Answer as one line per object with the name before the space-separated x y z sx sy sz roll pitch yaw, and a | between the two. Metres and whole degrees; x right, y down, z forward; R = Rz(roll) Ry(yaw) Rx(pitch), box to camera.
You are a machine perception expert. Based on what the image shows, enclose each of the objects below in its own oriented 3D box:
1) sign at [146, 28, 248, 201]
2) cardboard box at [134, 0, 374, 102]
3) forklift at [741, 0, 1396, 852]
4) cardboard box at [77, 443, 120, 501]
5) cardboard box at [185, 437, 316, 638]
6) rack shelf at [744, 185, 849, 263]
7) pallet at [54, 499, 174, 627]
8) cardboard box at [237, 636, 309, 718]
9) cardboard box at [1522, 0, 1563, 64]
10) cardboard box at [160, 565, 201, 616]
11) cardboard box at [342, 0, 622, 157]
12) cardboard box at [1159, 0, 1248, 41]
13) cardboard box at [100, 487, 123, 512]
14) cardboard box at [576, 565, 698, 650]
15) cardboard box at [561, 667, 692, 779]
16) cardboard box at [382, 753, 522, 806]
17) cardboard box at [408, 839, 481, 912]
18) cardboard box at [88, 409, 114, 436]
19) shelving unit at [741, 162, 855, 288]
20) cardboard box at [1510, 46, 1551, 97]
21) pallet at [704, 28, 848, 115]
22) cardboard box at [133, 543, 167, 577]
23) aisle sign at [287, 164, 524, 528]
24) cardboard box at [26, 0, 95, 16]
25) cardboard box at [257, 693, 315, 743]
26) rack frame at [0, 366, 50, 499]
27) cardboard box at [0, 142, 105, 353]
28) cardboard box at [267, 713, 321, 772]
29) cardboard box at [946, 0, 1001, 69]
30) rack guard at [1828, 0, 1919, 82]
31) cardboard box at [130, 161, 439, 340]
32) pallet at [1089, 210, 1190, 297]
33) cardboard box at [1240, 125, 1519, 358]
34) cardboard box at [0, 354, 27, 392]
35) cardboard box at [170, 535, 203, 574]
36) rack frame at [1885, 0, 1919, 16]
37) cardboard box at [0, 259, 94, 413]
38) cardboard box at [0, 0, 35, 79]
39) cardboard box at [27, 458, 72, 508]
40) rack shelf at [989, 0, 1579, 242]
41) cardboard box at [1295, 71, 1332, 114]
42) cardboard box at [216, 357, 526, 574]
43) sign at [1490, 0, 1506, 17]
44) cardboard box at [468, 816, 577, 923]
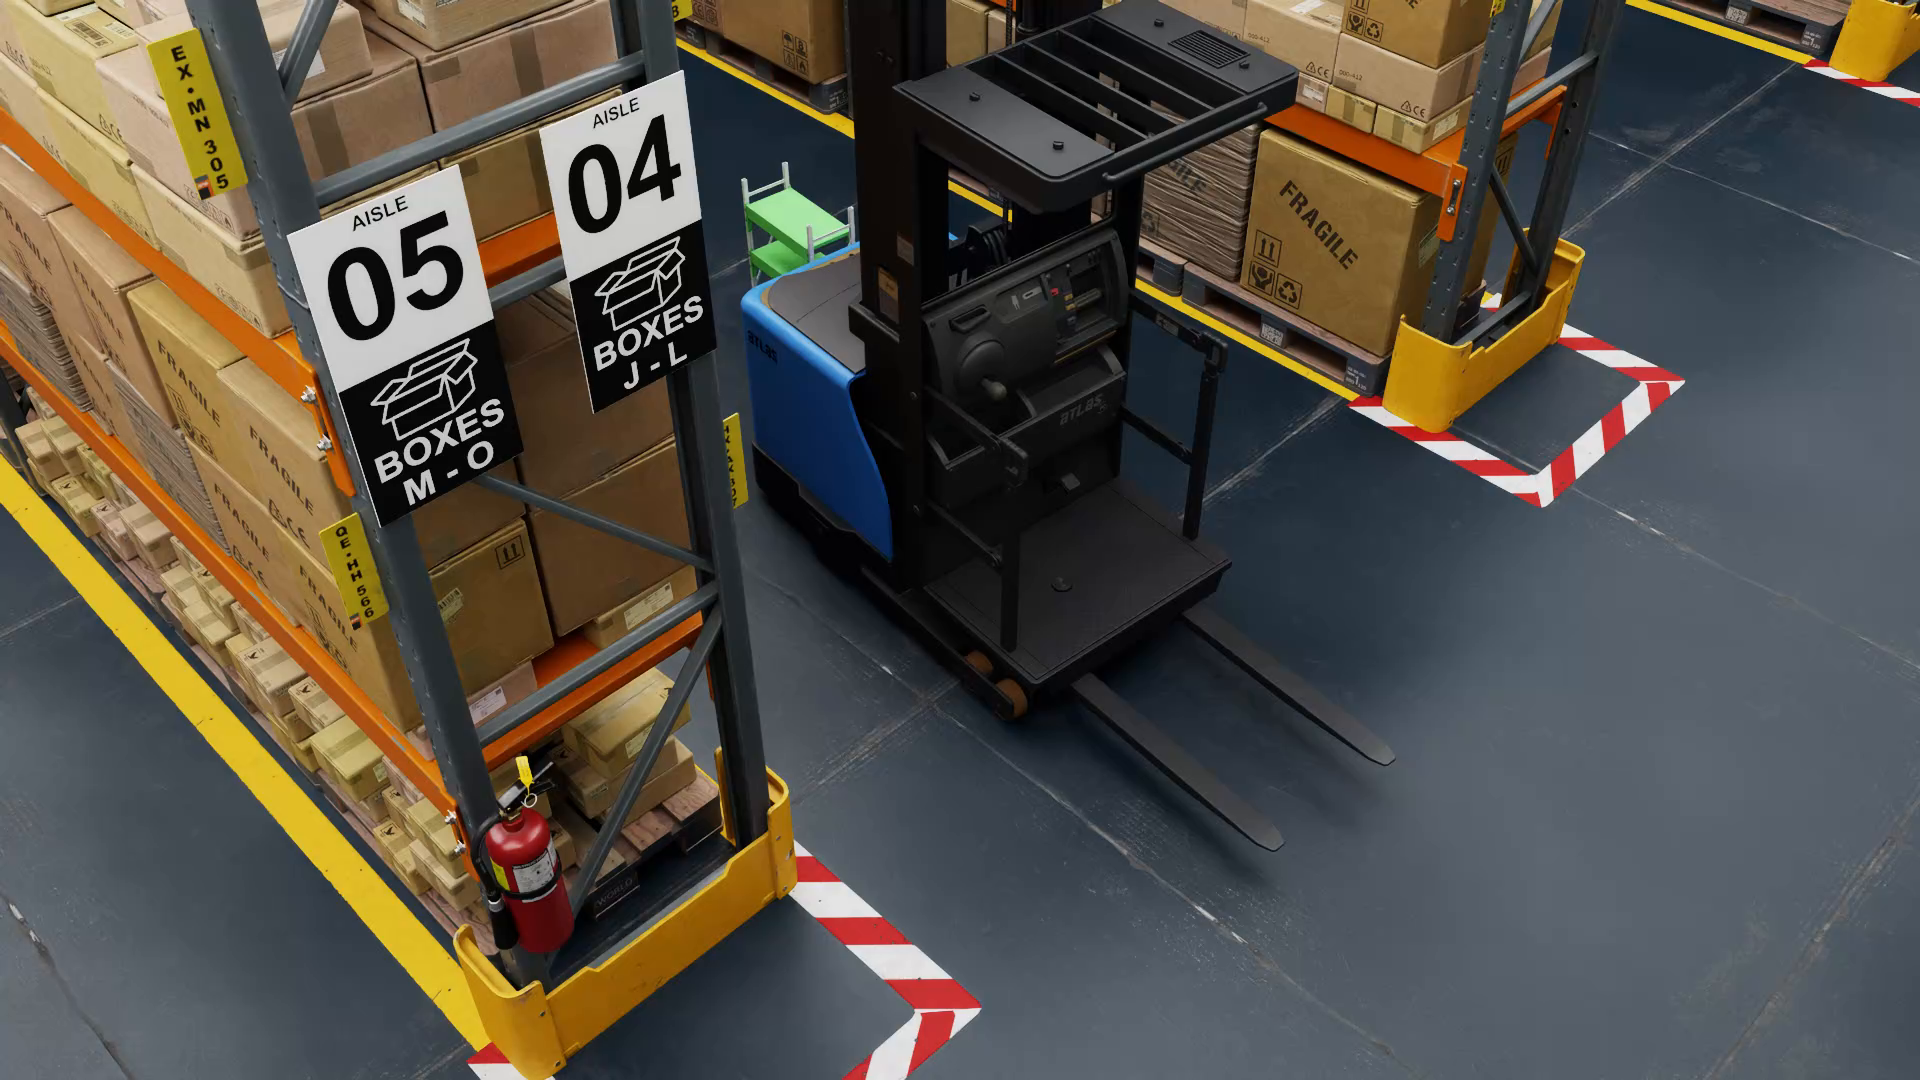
sign | -1.449 -0.806 3.167 0.100 0.325 0.005 -34 53 -31
cardboard box | -1.485 -1.031 3.511 0.250 0.149 0.380 34 52 31
forklift | 0.397 -0.751 6.021 1.130 2.935 3.031 -29 50 -28
cardboard box | -3.404 -0.360 6.900 0.250 0.149 0.380 33 52 31
cardboard box | -1.902 -0.124 4.999 0.500 0.500 0.500 33 52 31
rack shelf | -0.710 -1.371 7.354 0.258 0.148 0.480 -29 50 -28
pallet | -3.368 -0.228 7.459 1.003 0.211 1.213 -34 53 -31
cardboard box | -2.372 0.437 6.038 0.380 0.149 0.250 -32 52 -30
cardboard box | 2.393 -2.379 7.623 0.500 0.250 0.500 33 52 30
cardboard box | -2.898 0.158 6.558 0.250 0.149 0.380 34 52 31
cardboard box | -1.175 -1.206 3.995 0.500 0.250 0.500 -33 52 -31
cardboard box | 1.293 -2.613 7.876 0.500 0.250 0.500 32 52 30
cardboard box | -3.398 -0.268 7.020 0.250 0.149 0.380 34 52 31
cardboard box | -1.039 0.144 5.187 0.250 0.149 0.380 34 52 31
cardboard box | -1.172 0.624 5.835 0.250 0.149 0.380 32 51 30
cardboard box | -1.732 0.757 5.691 0.380 0.149 0.250 -33 52 -31
cardboard box | -1.617 1.031 5.614 0.250 0.149 0.380 33 52 30
cardboard box | -2.934 -0.563 5.952 0.380 0.149 0.250 -32 51 -30
shelving unit | -0.710 -1.065 7.636 0.258 1.200 0.503 -29 50 -28
cardboard box | 2.524 -2.201 7.724 0.380 0.149 0.250 -33 52 -31
pallet | -0.882 -3.197 10.672 1.003 0.211 1.213 -34 53 -31
cardboard box | -3.222 -0.016 6.965 0.250 0.149 0.380 33 52 31
aisle sign | -1.203 -0.412 3.687 0.394 0.787 0.004 -34 53 -31
cardboard box | -2.035 -1.395 3.905 0.380 0.149 0.250 -33 52 -31
cardboard box | -2.360 0.539 6.145 0.380 0.149 0.250 -33 52 -31
rack frame | -3.867 -1.558 6.843 1.000 3.000 0.127 -34 53 -31
cardboard box | -2.649 -0.991 5.200 0.500 0.500 0.500 32 52 30
cardboard box | -2.349 0.656 6.239 0.250 0.149 0.380 32 51 30
cardboard box | 0.126 -2.905 9.557 0.875 0.875 0.875 -34 53 -31
rack guard | 6.074 -3.415 10.695 1.175 0.500 0.348 -34 53 -31
cardboard box | -1.551 -0.774 3.895 0.500 0.250 0.500 33 52 31
pallet | 1.064 -1.873 9.239 1.003 0.211 1.213 -34 53 -31
cardboard box | 2.032 -1.608 8.153 0.875 0.875 0.875 -34 53 -31
cardboard box | -4.568 -1.029 7.803 0.500 0.500 0.500 33 52 31
cardboard box | -2.831 0.007 6.502 0.250 0.149 0.380 32 51 30
rack frame | 6.048 -4.338 9.852 1.000 3.000 0.127 -34 53 -31
cardboard box | -3.011 -0.852 5.786 0.500 0.500 0.500 33 52 31
cardboard box | -2.269 -1.458 4.267 0.500 0.250 0.500 -33 52 -31
cardboard box | -3.837 -0.336 7.312 0.250 0.149 0.380 32 51 30
rack shelf | 1.129 -2.661 8.567 1.077 0.370 4.000 -34 53 -31
cardboard box | 1.694 -2.131 7.649 0.380 0.149 0.250 -34 52 -31
cardboard box | -1.541 -0.250 4.398 0.500 0.500 0.500 33 52 31
sign | 2.147 -2.223 6.536 0.100 0.325 0.005 -34 53 -31
cardboard box | -1.562 1.104 5.754 0.380 0.149 0.250 -33 52 -31
